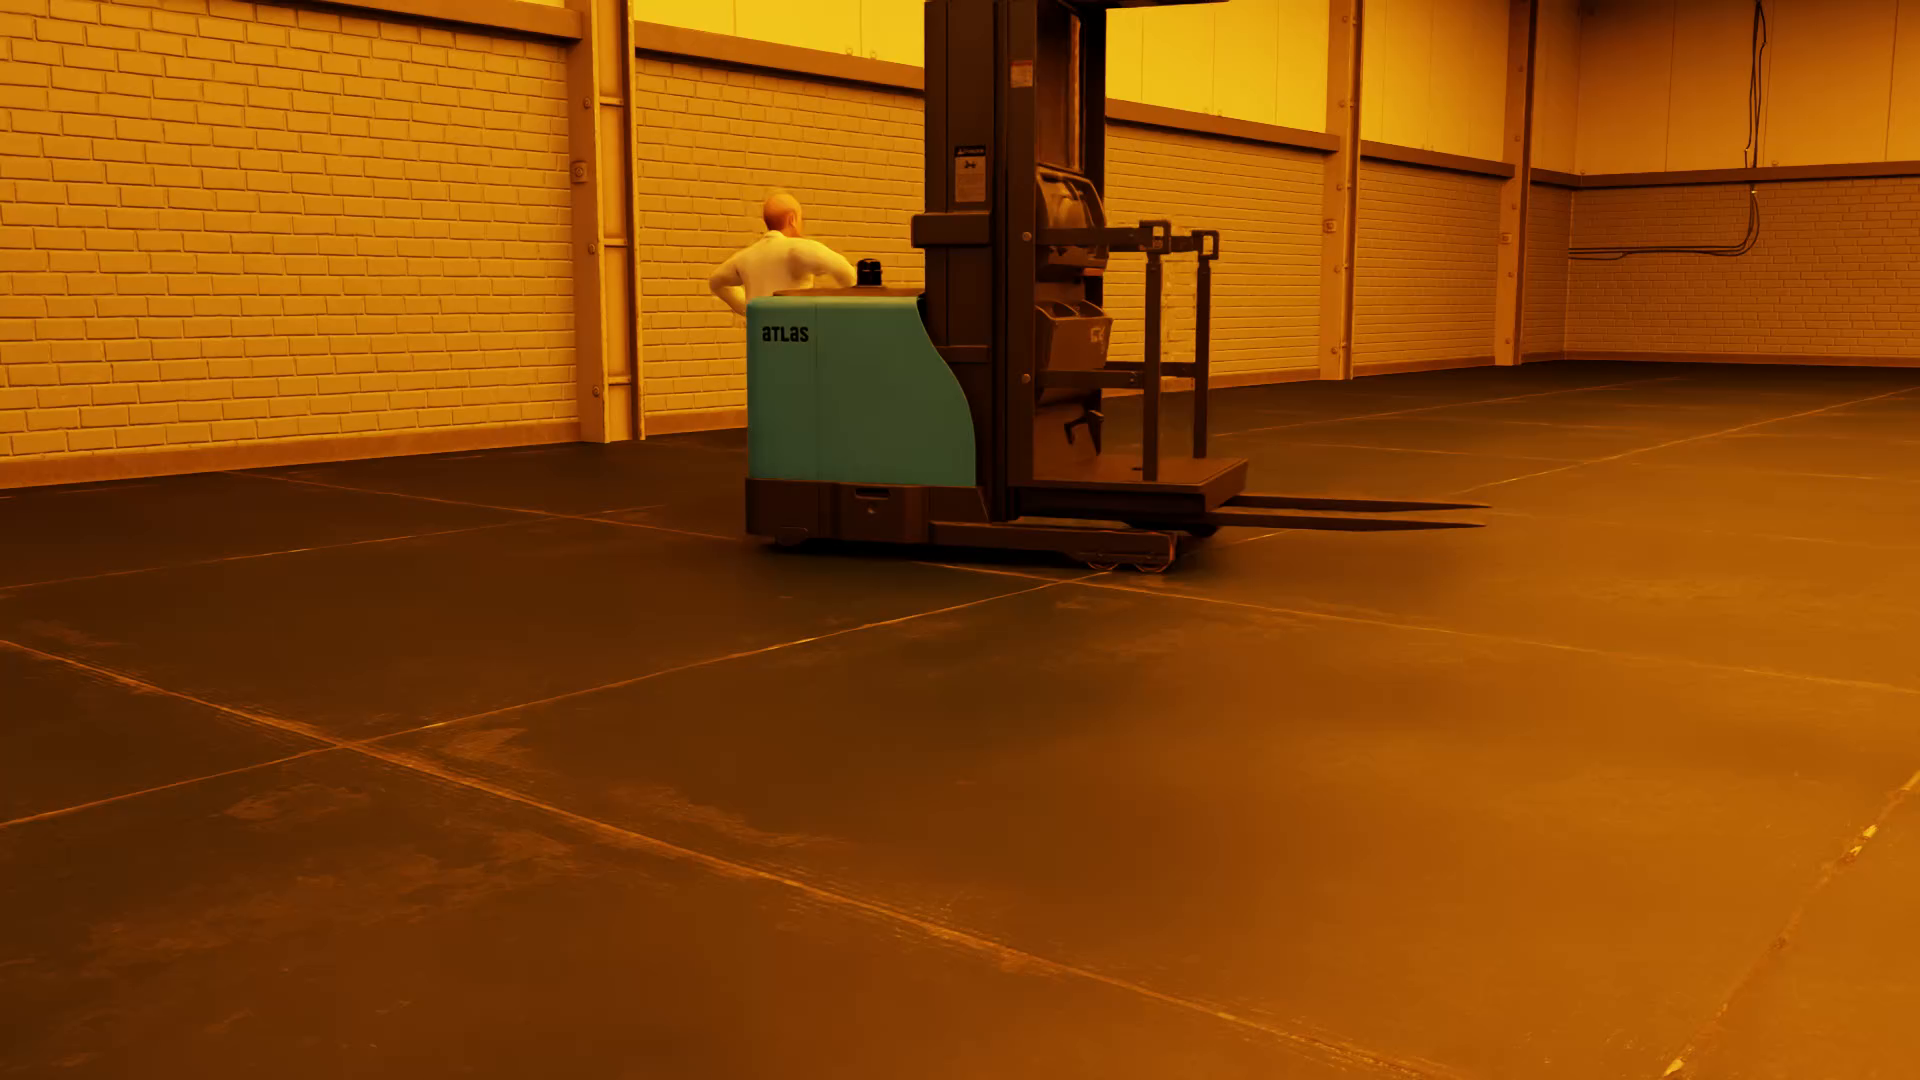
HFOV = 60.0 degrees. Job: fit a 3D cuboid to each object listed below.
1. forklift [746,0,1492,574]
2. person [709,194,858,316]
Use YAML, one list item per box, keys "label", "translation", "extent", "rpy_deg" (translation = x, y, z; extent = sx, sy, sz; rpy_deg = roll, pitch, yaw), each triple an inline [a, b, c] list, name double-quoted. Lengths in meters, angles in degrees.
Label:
- label: "forklift"
  translation: [0.657, -1.404, 6.874]
  extent: [3.031, 2.935, 1.130]
  rpy_deg: [3, 9, 19]
- label: "person"
  translation: [-0.790, -0.989, 8.756]
  extent: [0.720, 1.421, 1.092]
  rpy_deg: [-7, 11, -40]
